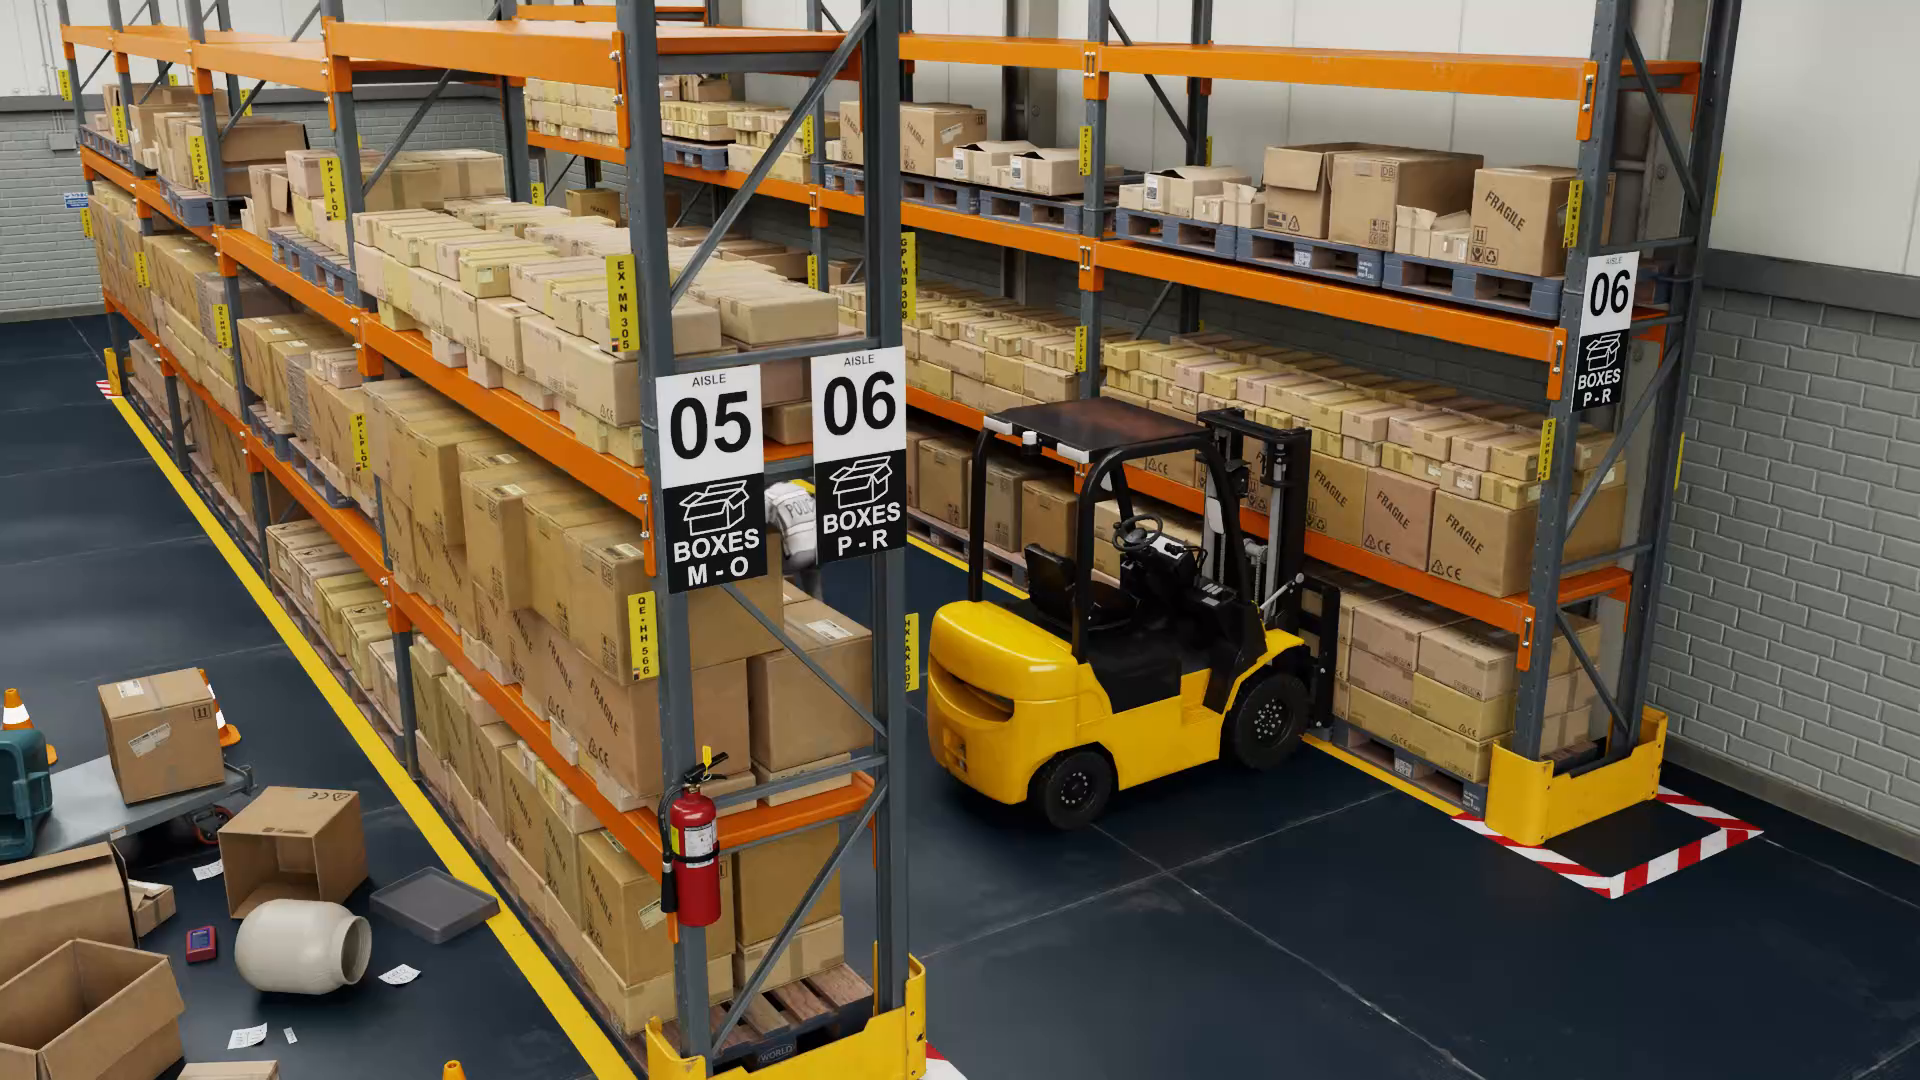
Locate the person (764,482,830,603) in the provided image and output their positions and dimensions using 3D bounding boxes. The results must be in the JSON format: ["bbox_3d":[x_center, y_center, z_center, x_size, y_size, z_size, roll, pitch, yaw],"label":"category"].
[{"bbox_3d":[-1.258,0.050,12.216,0.495,1.162,0.811,-12,21,-31],"label":"person"}]
